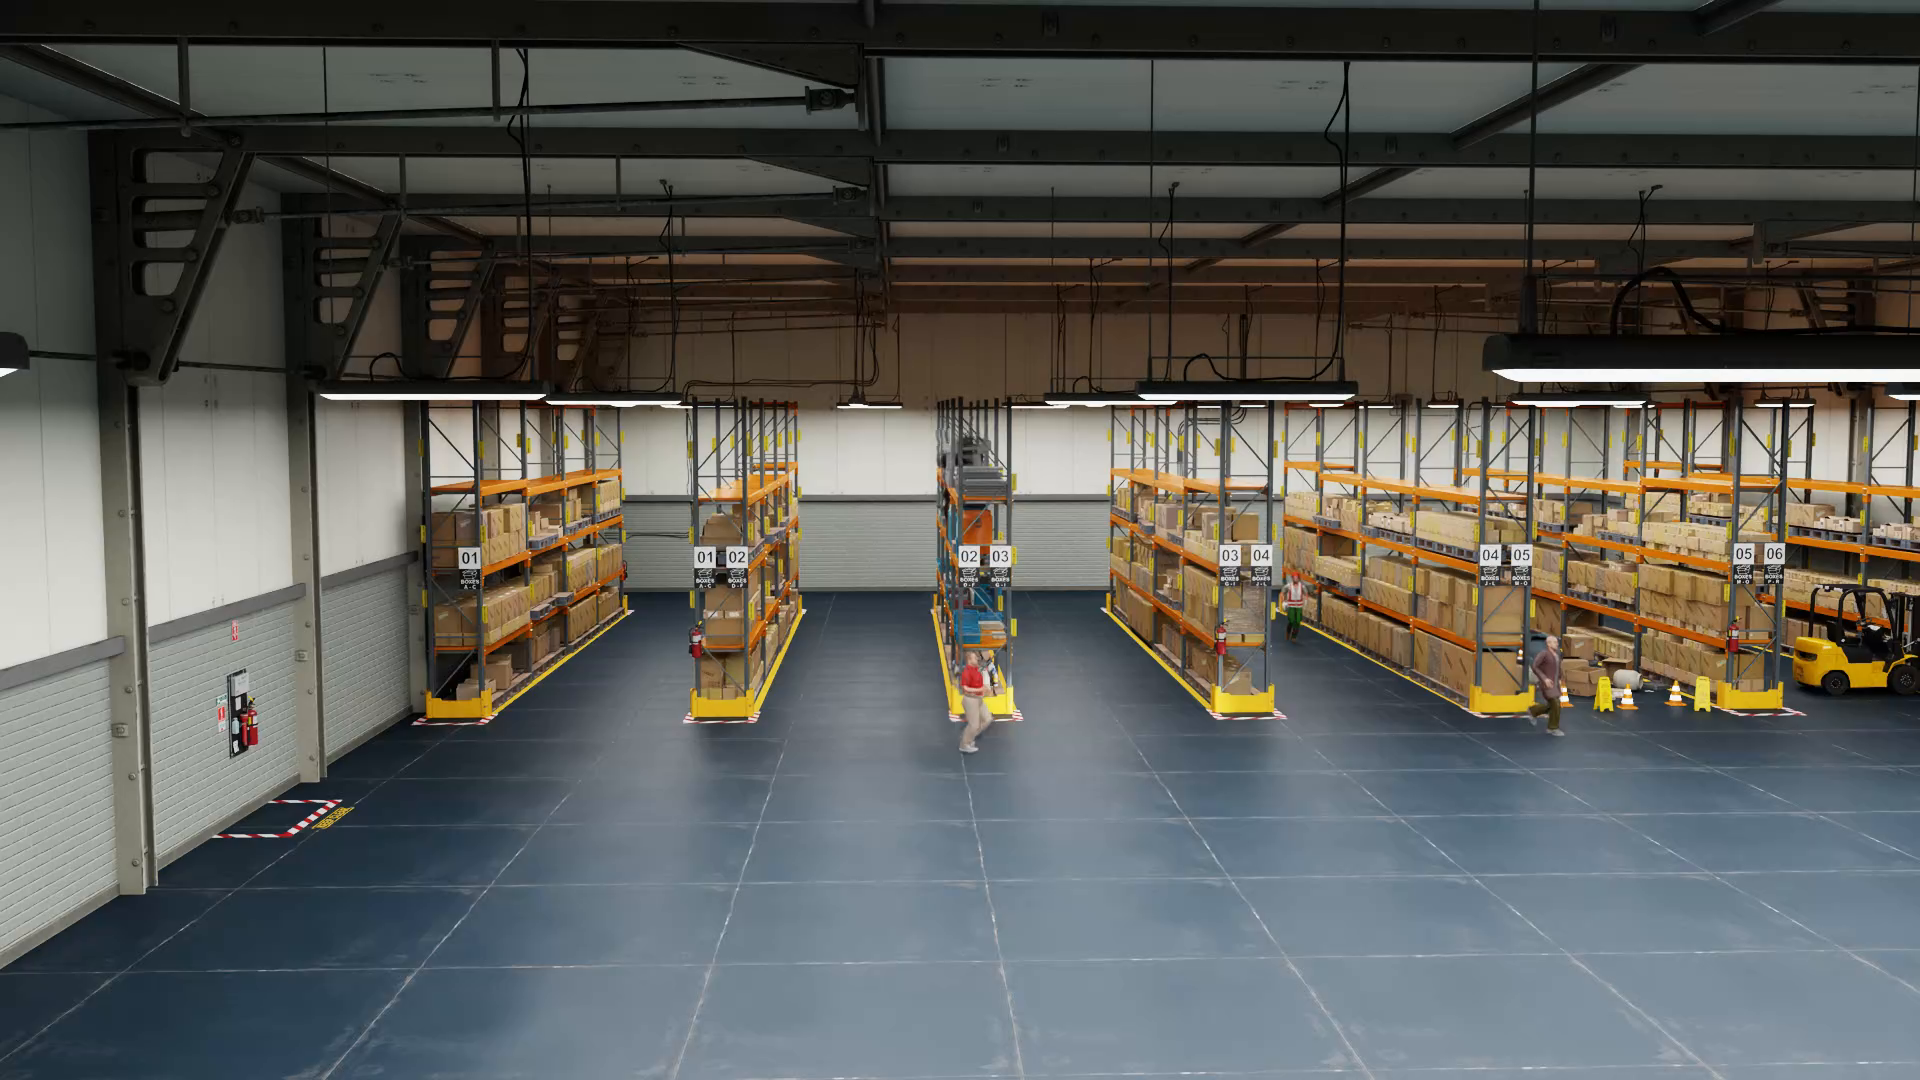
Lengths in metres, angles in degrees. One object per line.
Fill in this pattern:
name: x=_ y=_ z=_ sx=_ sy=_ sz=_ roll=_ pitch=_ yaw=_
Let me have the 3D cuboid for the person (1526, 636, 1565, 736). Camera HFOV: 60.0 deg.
person: x=10.437 y=2.619 z=29.632 sx=0.708 sy=1.664 sz=0.832 roll=-4 pitch=6 yaw=-40

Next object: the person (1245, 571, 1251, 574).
person: x=8.062 y=1.371 z=46.112 sx=0.561 sy=1.600 sz=0.588 roll=0 pitch=4 yaw=0

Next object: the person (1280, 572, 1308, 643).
person: x=8.305 y=1.670 z=41.151 sx=0.669 sy=1.749 sz=0.584 roll=0 pitch=4 yaw=-3

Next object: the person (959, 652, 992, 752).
person: x=0.285 y=2.724 z=27.875 sx=0.617 sy=1.701 sz=0.648 roll=2 pitch=5 yaw=22
